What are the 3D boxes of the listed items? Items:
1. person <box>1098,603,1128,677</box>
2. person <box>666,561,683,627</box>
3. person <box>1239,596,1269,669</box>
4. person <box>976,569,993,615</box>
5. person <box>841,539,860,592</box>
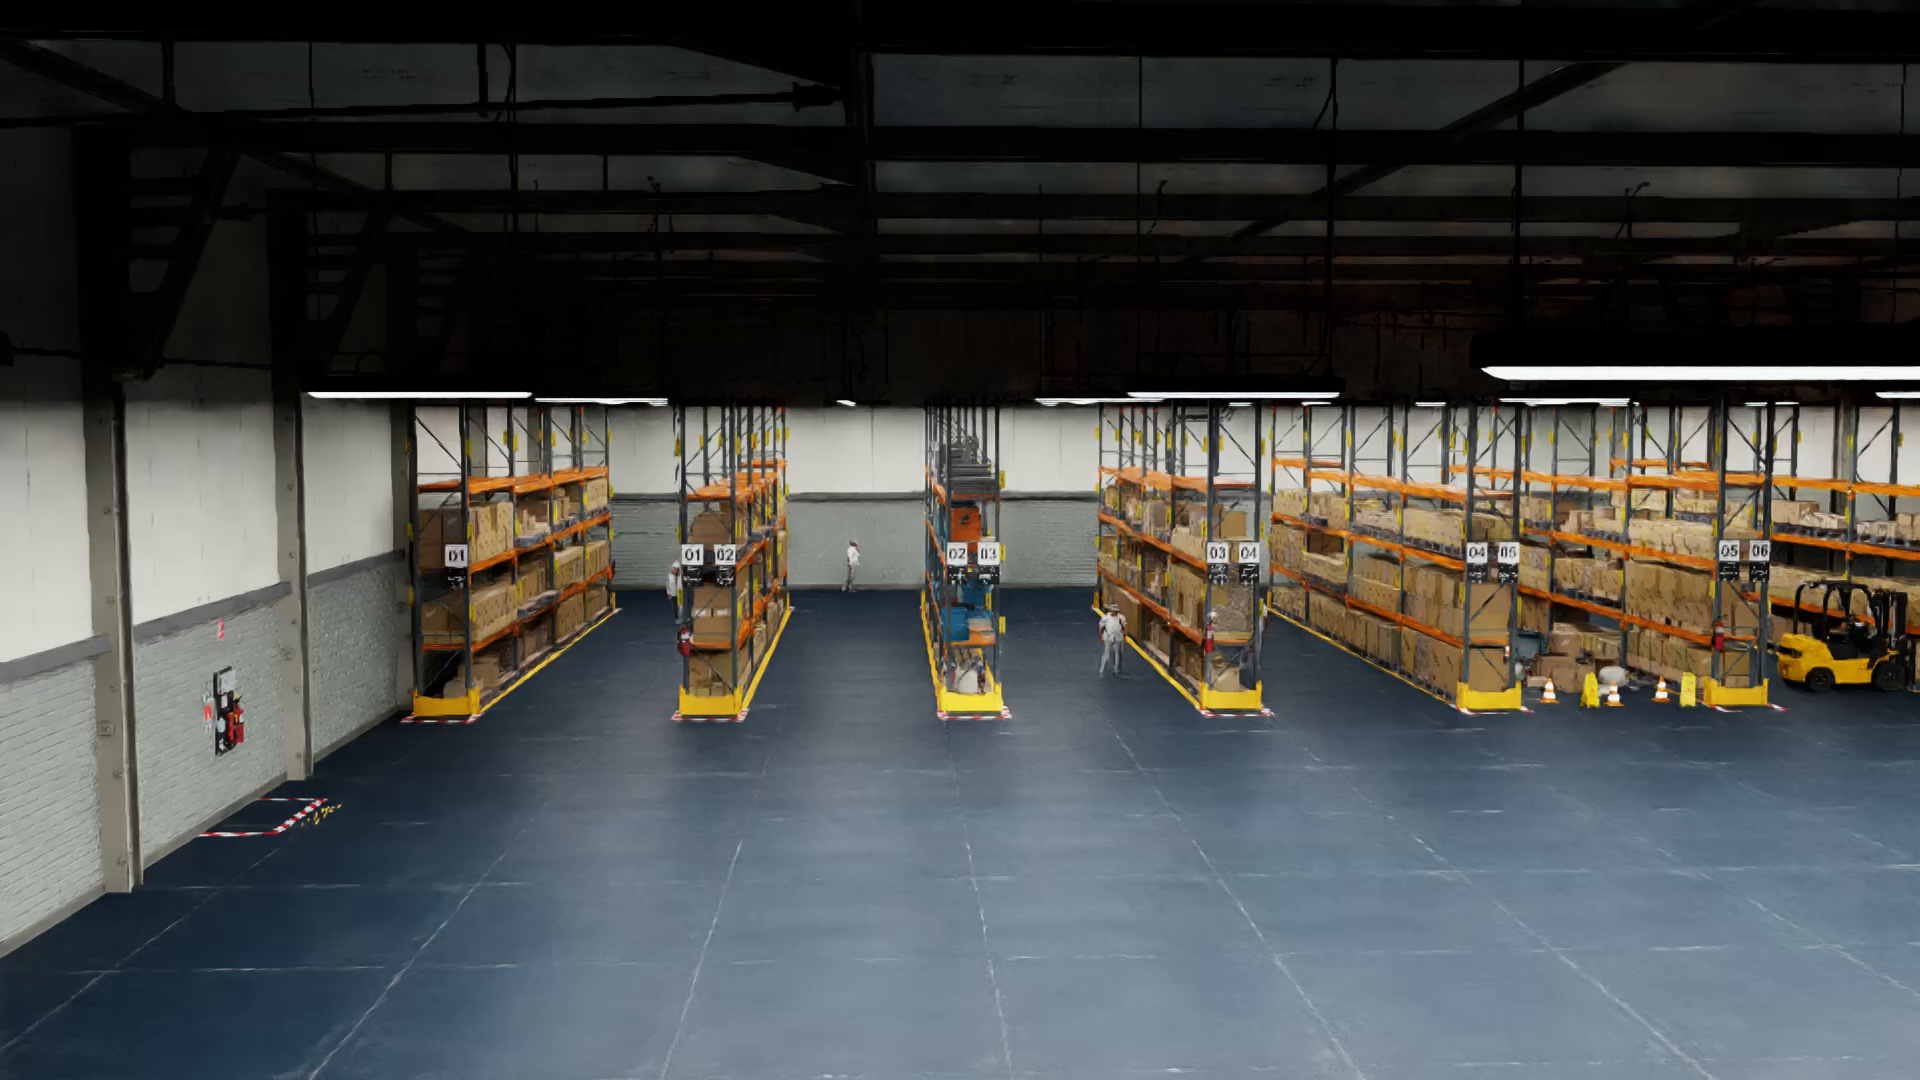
[{"bbox_3d":[3.259,2.132,35.394,0.625,1.611,0.575,0,5,-5],"label":"person"},{"bbox_3d":[-7.471,1.403,43.819,0.543,1.700,1.114,0,5,0],"label":"person"},{"bbox_3d":[6.427,1.994,36.479,0.719,1.714,0.578,0,5,-5],"label":"person"},{"bbox_3d":[0.646,1.217,46.032,0.571,1.700,1.114,0,5,-5],"label":"person"},{"bbox_3d":[-3.417,0.801,51.739,0.458,1.655,0.625,2,5,28],"label":"person"}]
